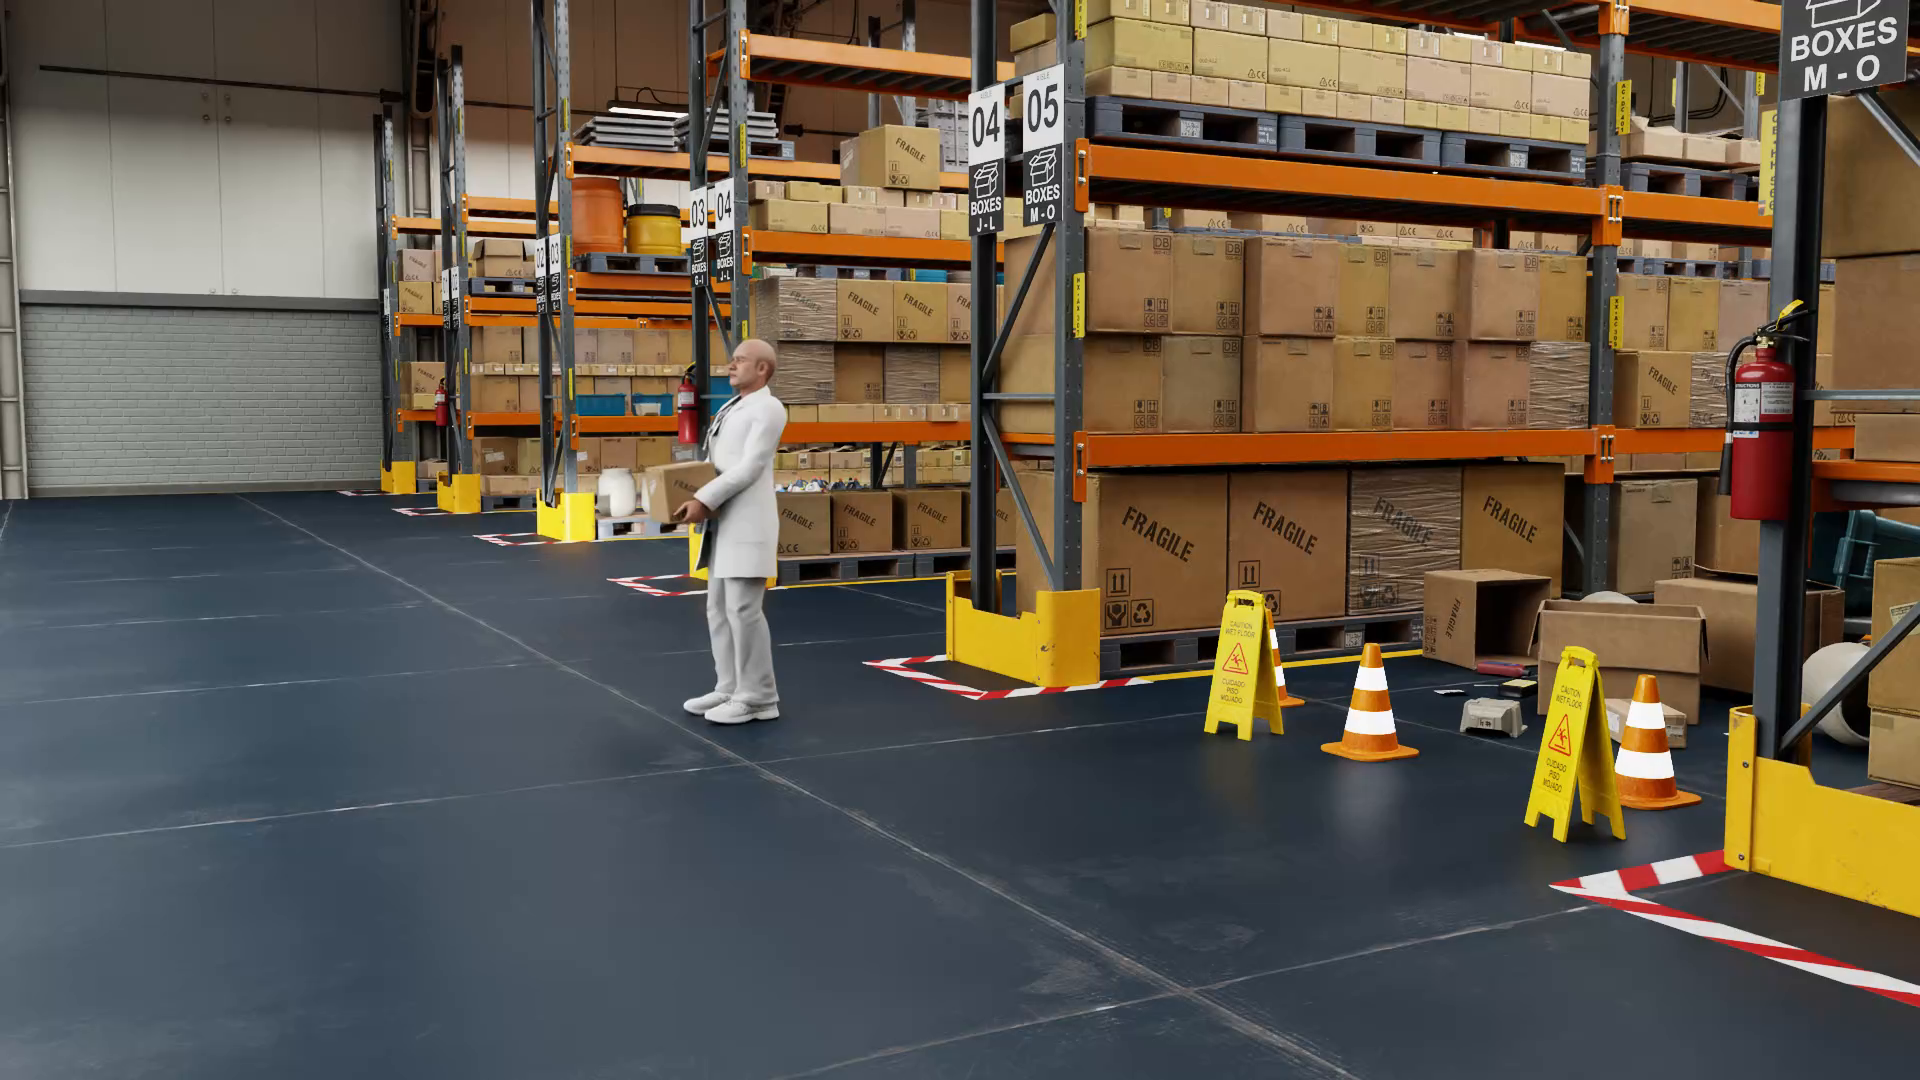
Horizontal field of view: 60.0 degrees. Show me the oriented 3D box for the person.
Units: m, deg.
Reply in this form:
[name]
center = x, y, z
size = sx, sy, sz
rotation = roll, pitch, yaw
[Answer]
[person]
center = -1.110, -0.046, 7.735
size = 0.553, 1.771, 0.531
rotation = -3, 6, -29
